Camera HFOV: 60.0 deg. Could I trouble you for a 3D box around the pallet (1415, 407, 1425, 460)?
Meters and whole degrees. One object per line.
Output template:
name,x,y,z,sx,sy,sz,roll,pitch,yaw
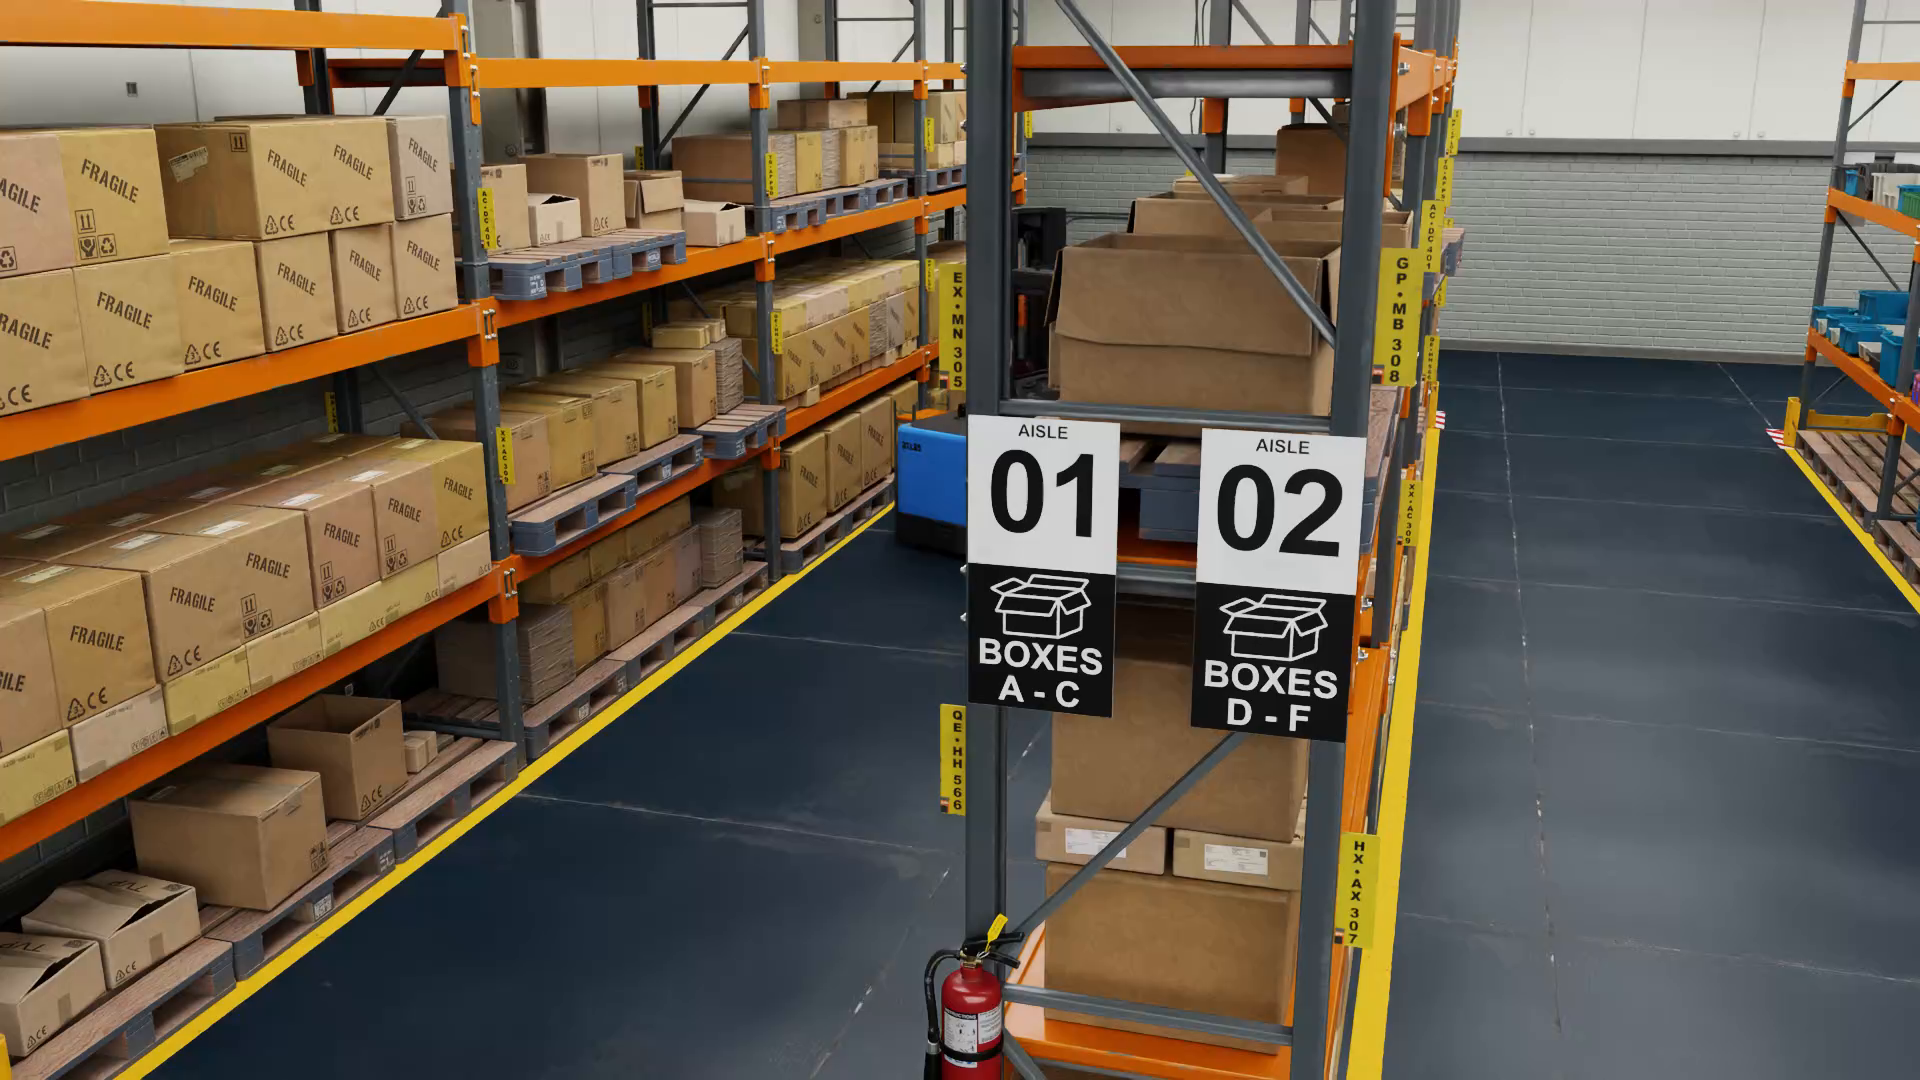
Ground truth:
pallet,2.909,-0.854,12.695,1.213,0.211,1.003,5,16,16

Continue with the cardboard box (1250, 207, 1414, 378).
cardboard box,1.245,-0.845,5.604,0.500,0.500,0.500,5,16,16

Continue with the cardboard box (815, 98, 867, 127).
cardboard box,-1.205,-4.037,15.704,0.500,0.250,0.500,6,17,20

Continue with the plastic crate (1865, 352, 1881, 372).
plastic crate,8.729,-1.635,15.492,0.437,0.125,0.590,5,16,16

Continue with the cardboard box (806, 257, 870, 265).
cardboard box,-1.210,-2.655,16.553,0.500,0.250,0.500,5,17,18

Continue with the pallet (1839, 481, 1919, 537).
pallet,8.841,-0.279,15.426,1.003,0.211,1.213,5,16,16

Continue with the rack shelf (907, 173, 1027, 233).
rack shelf,-0.261,-3.814,18.599,1.077,0.370,4.000,5,16,16

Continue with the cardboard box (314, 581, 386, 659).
cardboard box,-3.225,0.372,8.259,0.500,0.250,0.500,5,16,16

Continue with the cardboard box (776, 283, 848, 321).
cardboard box,-1.300,-2.079,14.523,0.500,0.250,0.500,5,17,16

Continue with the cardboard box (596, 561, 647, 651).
cardboard box,-2.627,0.427,11.601,0.700,0.500,0.500,5,17,17

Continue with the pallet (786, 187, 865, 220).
pallet,-1.519,-2.964,14.633,1.003,0.211,1.213,5,17,18

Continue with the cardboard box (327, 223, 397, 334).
cardboard box,-3.166,-1.319,8.264,0.500,0.500,0.500,3,16,11

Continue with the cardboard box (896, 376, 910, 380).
cardboard box,-0.750,-1.670,17.843,0.380,0.149,0.250,5,16,16

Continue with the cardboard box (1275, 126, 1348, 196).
cardboard box,1.861,-1.809,8.345,0.500,0.500,0.500,5,17,17

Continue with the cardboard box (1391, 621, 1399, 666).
cardboard box,2.439,0.643,10.308,0.500,0.311,0.500,5,17,17

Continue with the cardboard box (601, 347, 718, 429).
cardboard box,-2.223,-1.135,12.343,0.700,0.500,0.500,3,16,11

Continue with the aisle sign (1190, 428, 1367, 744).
aisle sign,0.786,0.120,4.147,0.394,0.787,0.004,5,16,16

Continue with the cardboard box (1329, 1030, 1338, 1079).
cardboard box,1.157,2.065,6.321,0.500,0.250,0.500,5,16,16

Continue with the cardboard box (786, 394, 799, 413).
cardboard box,-1.571,-1.169,13.878,0.380,0.149,0.250,5,17,17

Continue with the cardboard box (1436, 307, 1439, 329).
cardboard box,5.047,-2.631,18.423,0.500,0.500,0.500,5,17,16

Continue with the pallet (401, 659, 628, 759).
pallet,-2.883,1.037,10.785,1.003,0.211,1.213,5,16,16

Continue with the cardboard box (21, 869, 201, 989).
cardboard box,-3.795,1.705,7.443,0.500,0.311,0.500,6,17,20

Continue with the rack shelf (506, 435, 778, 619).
rack shelf,-2.535,-0.278,11.629,1.077,0.370,4.000,5,16,16

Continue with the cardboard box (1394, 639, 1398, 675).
cardboard box,2.580,0.780,10.851,0.500,0.250,0.500,5,17,17

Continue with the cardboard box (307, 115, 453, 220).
cardboard box,-2.985,-1.930,8.588,0.500,0.500,0.500,3,16,11

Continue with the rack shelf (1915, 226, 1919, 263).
rack shelf,8.101,-1.999,12.201,1.077,0.370,4.000,5,16,16

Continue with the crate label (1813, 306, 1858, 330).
crate label,9.420,-2.381,17.923,0.416,0.233,0.303,5,16,16

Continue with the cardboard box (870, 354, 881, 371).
cardboard box,-0.972,-1.707,15.775,0.380,0.149,0.250,5,16,16

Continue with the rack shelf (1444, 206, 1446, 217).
rack shelf,4.489,-3.430,17.248,1.077,0.370,4.000,5,16,16

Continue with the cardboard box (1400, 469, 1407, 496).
cardboard box,2.793,-0.386,11.154,0.380,0.149,0.250,5,16,16

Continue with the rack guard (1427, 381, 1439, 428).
rack guard,5.036,-1.634,19.675,1.175,0.500,0.348,5,16,16

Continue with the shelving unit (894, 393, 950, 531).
shelving unit,-0.340,-0.692,15.069,0.258,1.200,0.503,12,20,36

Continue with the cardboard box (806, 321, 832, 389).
cardboard box,-1.425,-1.591,14.177,0.500,0.500,0.500,5,17,18

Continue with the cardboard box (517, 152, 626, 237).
cardboard box,-2.521,-2.253,10.826,0.500,0.500,0.500,4,16,14

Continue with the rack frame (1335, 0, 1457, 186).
rack frame,3.921,-4.696,14.896,1.000,3.000,0.127,5,16,16

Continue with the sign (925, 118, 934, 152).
sign,-0.307,-3.997,16.403,0.100,0.325,0.005,5,16,16

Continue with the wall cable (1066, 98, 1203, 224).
wall cable,2.257,-6.084,25.479,3.097,2.526,0.112,5,16,16

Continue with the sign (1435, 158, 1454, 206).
sign,3.314,-2.448,11.375,0.100,0.325,0.005,5,16,16

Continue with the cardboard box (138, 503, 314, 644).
cardboard box,-3.378,0.147,7.678,0.500,0.500,0.500,5,17,18

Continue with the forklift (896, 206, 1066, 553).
forklift,0.914,-1.225,13.778,3.031,2.935,1.130,12,20,36

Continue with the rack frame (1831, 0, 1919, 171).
rack frame,9.806,-5.358,17.228,1.000,3.000,0.127,5,16,16

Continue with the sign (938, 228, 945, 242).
sign,-0.223,-3.739,20.783,0.100,0.325,0.005,5,16,16

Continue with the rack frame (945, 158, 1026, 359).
rack frame,0.307,-3.240,20.755,1.000,3.000,0.127,5,16,16

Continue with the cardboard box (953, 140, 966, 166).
cardboard box,-0.222,-4.107,17.637,0.500,0.250,0.500,4,16,15

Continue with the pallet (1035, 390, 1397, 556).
pallet,0.736,-0.254,4.894,1.003,0.211,1.213,5,16,16

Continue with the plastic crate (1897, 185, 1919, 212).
plastic crate,8.622,-3.051,14.897,0.416,0.233,0.300,5,16,16

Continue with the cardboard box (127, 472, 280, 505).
cardboard box,-3.734,-0.027,8.291,0.500,0.500,0.500,5,17,17

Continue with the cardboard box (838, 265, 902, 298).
cardboard box,-0.872,-2.480,15.936,0.500,0.250,0.500,5,17,17

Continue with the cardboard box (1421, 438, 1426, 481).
cardboard box,4.055,-0.668,15.462,0.500,0.500,0.500,5,16,16

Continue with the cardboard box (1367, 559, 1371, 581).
cardboard box,1.703,0.075,7.696,0.380,0.149,0.250,4,16,15
